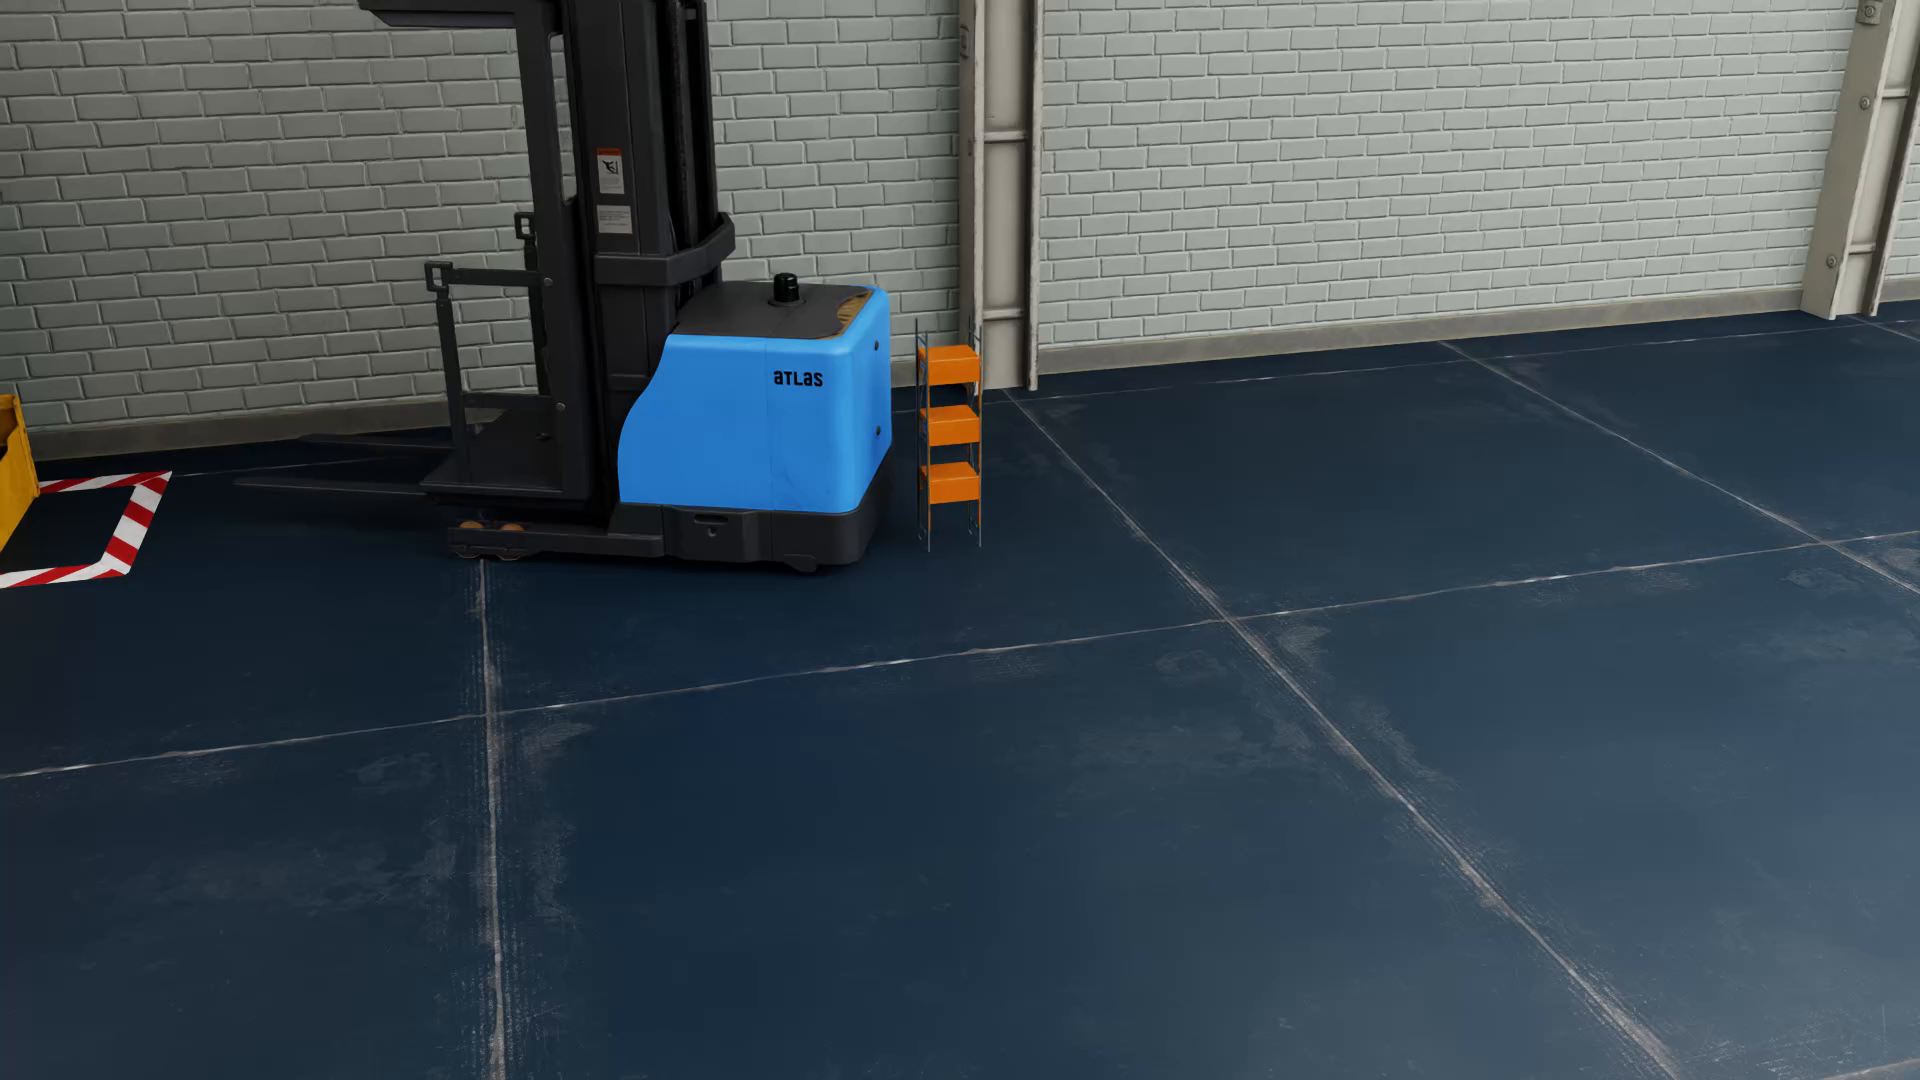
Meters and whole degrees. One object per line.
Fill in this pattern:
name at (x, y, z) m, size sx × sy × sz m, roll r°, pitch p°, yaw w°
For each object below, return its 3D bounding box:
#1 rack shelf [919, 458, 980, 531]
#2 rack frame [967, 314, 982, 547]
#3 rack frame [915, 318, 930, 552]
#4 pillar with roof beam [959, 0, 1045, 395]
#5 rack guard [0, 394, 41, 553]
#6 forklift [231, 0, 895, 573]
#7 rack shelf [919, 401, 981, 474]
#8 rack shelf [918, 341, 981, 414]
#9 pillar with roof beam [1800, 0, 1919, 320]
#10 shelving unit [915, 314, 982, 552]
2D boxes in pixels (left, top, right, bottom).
rack shelf at (-0.052, -0.212, 7.643) m, size 0.240 × 0.259 × 0.215 m, roll -6°, pitch 24°, yaw -14°
rack frame at (0.066, -0.490, 7.560) m, size 0.008 × 1.050 × 0.200 m, roll -6°, pitch 24°, yaw -14°
rack frame at (-0.169, -0.464, 7.499) m, size 0.008 × 1.050 × 0.200 m, roll -6°, pitch 24°, yaw -14°
pillar with roof beam at (1.389, -3.425, 4.319) m, size 0.400 × 9.000 × 9.100 m, roll -6°, pitch 24°, yaw -14°
rack guard at (-4.614, -0.249, 7.696) m, size 0.348 × 0.500 × 1.175 m, roll -6°, pitch 24°, yaw -14°
forklift at (-1.878, -1.453, 7.419) m, size 3.031 × 2.935 × 1.130 m, roll 3°, pitch 23°, yaw 7°
rack shelf at (-0.052, -0.467, 7.534) m, size 0.240 × 0.259 × 0.215 m, roll -6°, pitch 24°, yaw -14°
rack shelf at (-0.052, -0.728, 7.422) m, size 0.240 × 0.259 × 0.215 m, roll -6°, pitch 24°, yaw -14°
pillar with roof beam at (7.166, -4.064, 5.809) m, size 0.400 × 9.000 × 9.100 m, roll -6°, pitch 24°, yaw -14°
shelving unit at (-0.052, -0.477, 7.530) m, size 0.252 × 1.050 × 0.215 m, roll -6°, pitch 24°, yaw -14°
